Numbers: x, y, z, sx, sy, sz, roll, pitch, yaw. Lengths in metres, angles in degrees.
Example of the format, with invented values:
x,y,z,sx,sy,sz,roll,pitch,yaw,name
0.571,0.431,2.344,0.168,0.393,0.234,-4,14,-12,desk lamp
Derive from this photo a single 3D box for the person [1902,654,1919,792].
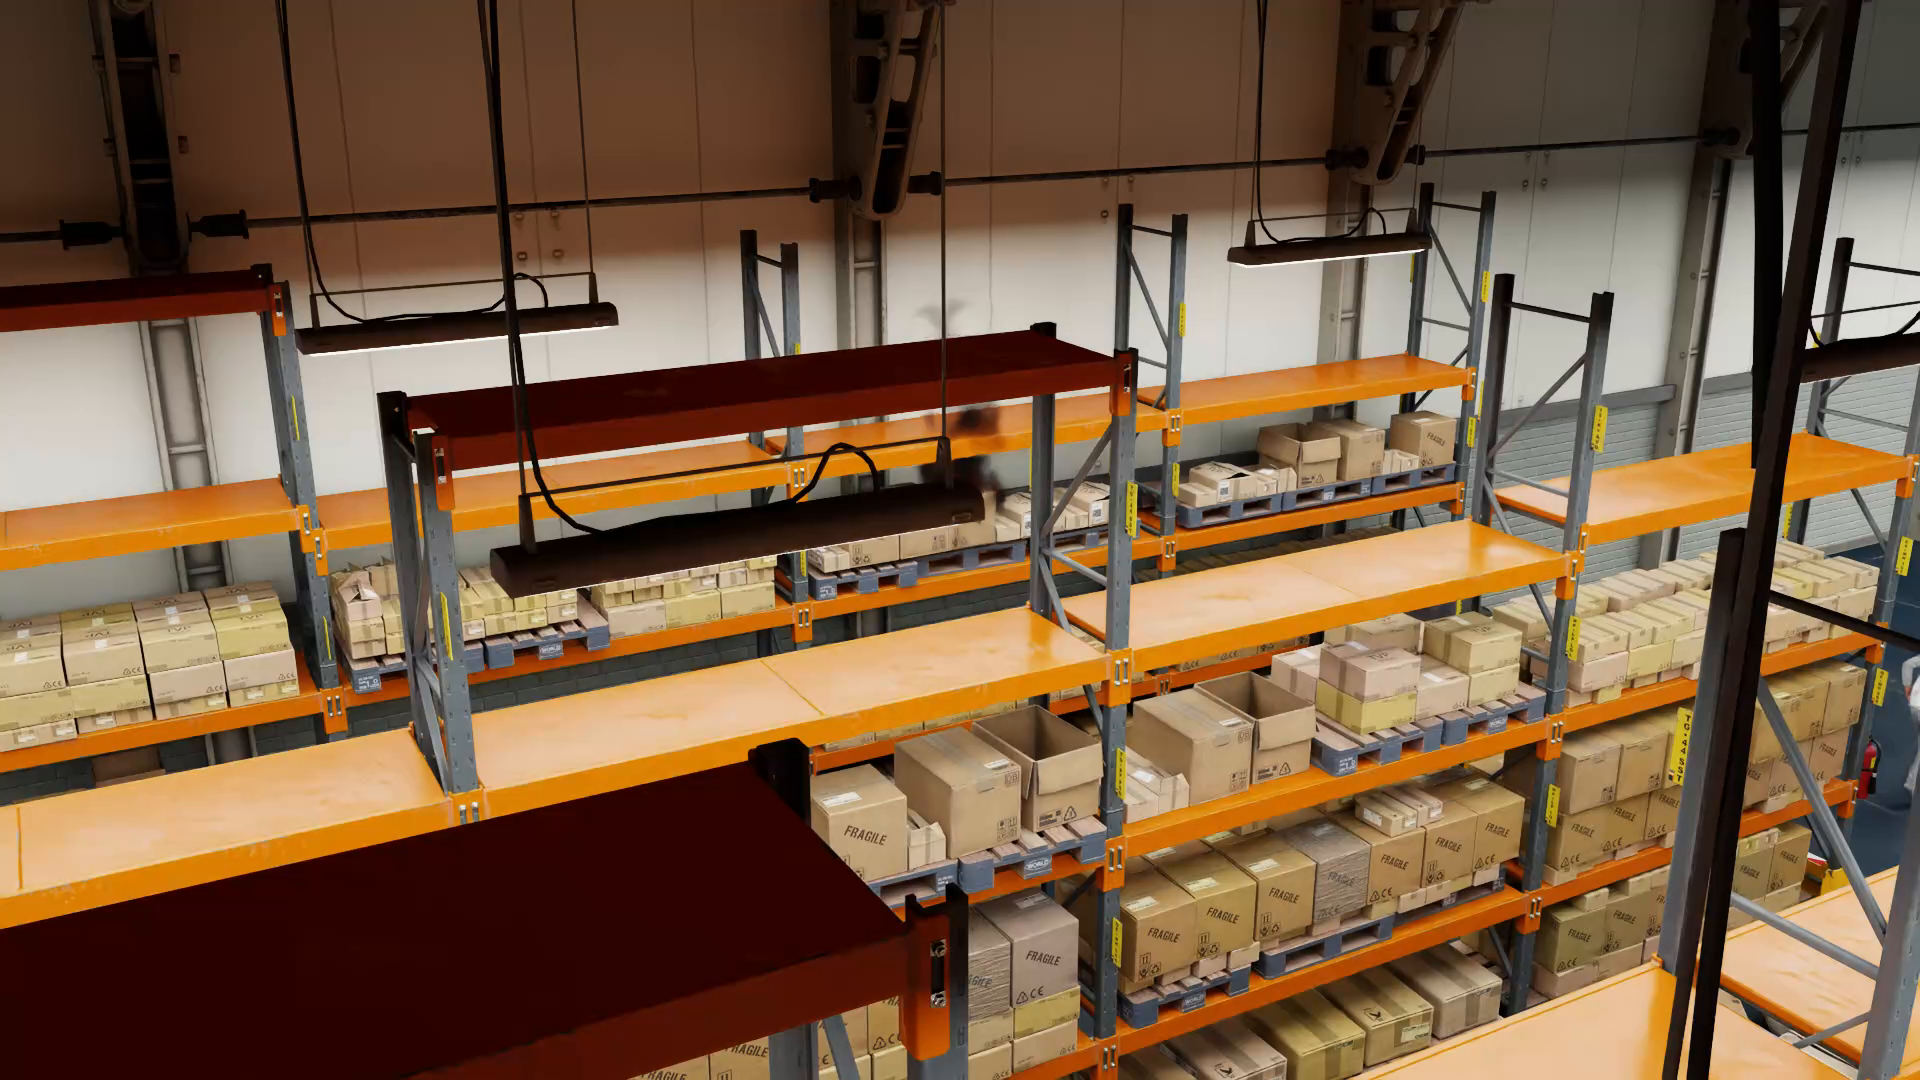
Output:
x,y,z,sx,sy,sz,roll,pitch,yaw,name
10.100,1.840,17.310,0.700,1.732,1.040,16,24,40,person
